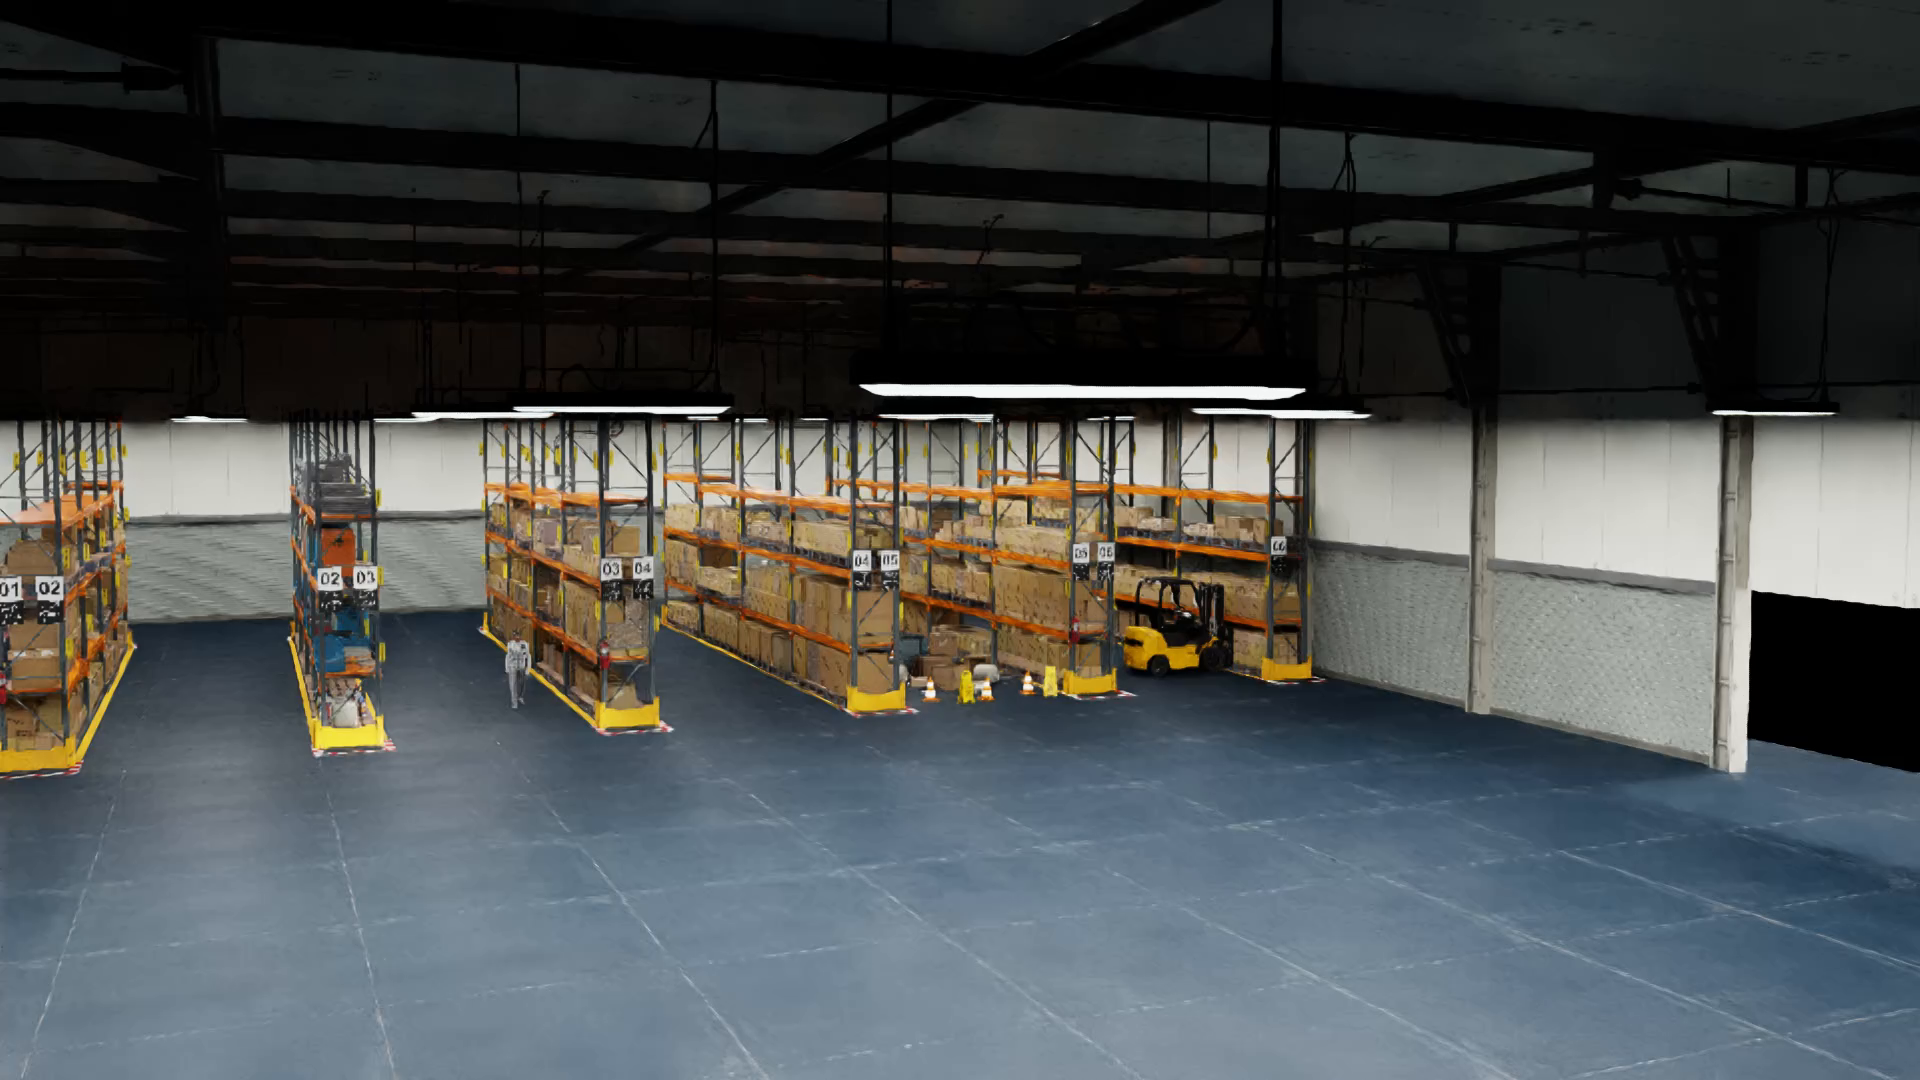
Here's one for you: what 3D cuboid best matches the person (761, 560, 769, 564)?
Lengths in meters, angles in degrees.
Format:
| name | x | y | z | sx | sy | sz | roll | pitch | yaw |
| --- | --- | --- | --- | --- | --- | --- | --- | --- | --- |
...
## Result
| name | x | y | z | sx | sy | sz | roll | pitch | yaw |
| --- | --- | --- | --- | --- | --- | --- | --- | --- | --- |
| person | -5.593 | 1.469 | 47.639 | 0.379 | 1.796 | 0.678 | -2 | 5 | -29 |

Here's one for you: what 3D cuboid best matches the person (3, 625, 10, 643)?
| name | x | y | z | sx | sy | sz | roll | pitch | yaw |
| --- | --- | --- | --- | --- | --- | --- | --- | --- | --- |
| person | -24.546 | 1.865 | 43.041 | 0.437 | 1.667 | 0.623 | 1 | 4 | 10 |

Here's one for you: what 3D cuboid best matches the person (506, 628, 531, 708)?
| name | x | y | z | sx | sy | sz | roll | pitch | yaw |
| --- | --- | --- | --- | --- | --- | --- | --- | --- | --- |
| person | -8.894 | 2.554 | 33.528 | 0.493 | 1.586 | 1.068 | -2 | 4 | -21 |

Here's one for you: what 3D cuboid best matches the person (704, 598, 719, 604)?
| name | x | y | z | sx | sy | sz | roll | pitch | yaw |
| --- | --- | --- | --- | --- | --- | --- | --- | --- | --- |
| person | -7.516 | 1.356 | 49.986 | 0.595 | 1.756 | 0.595 | 2 | 4 | 24 |
